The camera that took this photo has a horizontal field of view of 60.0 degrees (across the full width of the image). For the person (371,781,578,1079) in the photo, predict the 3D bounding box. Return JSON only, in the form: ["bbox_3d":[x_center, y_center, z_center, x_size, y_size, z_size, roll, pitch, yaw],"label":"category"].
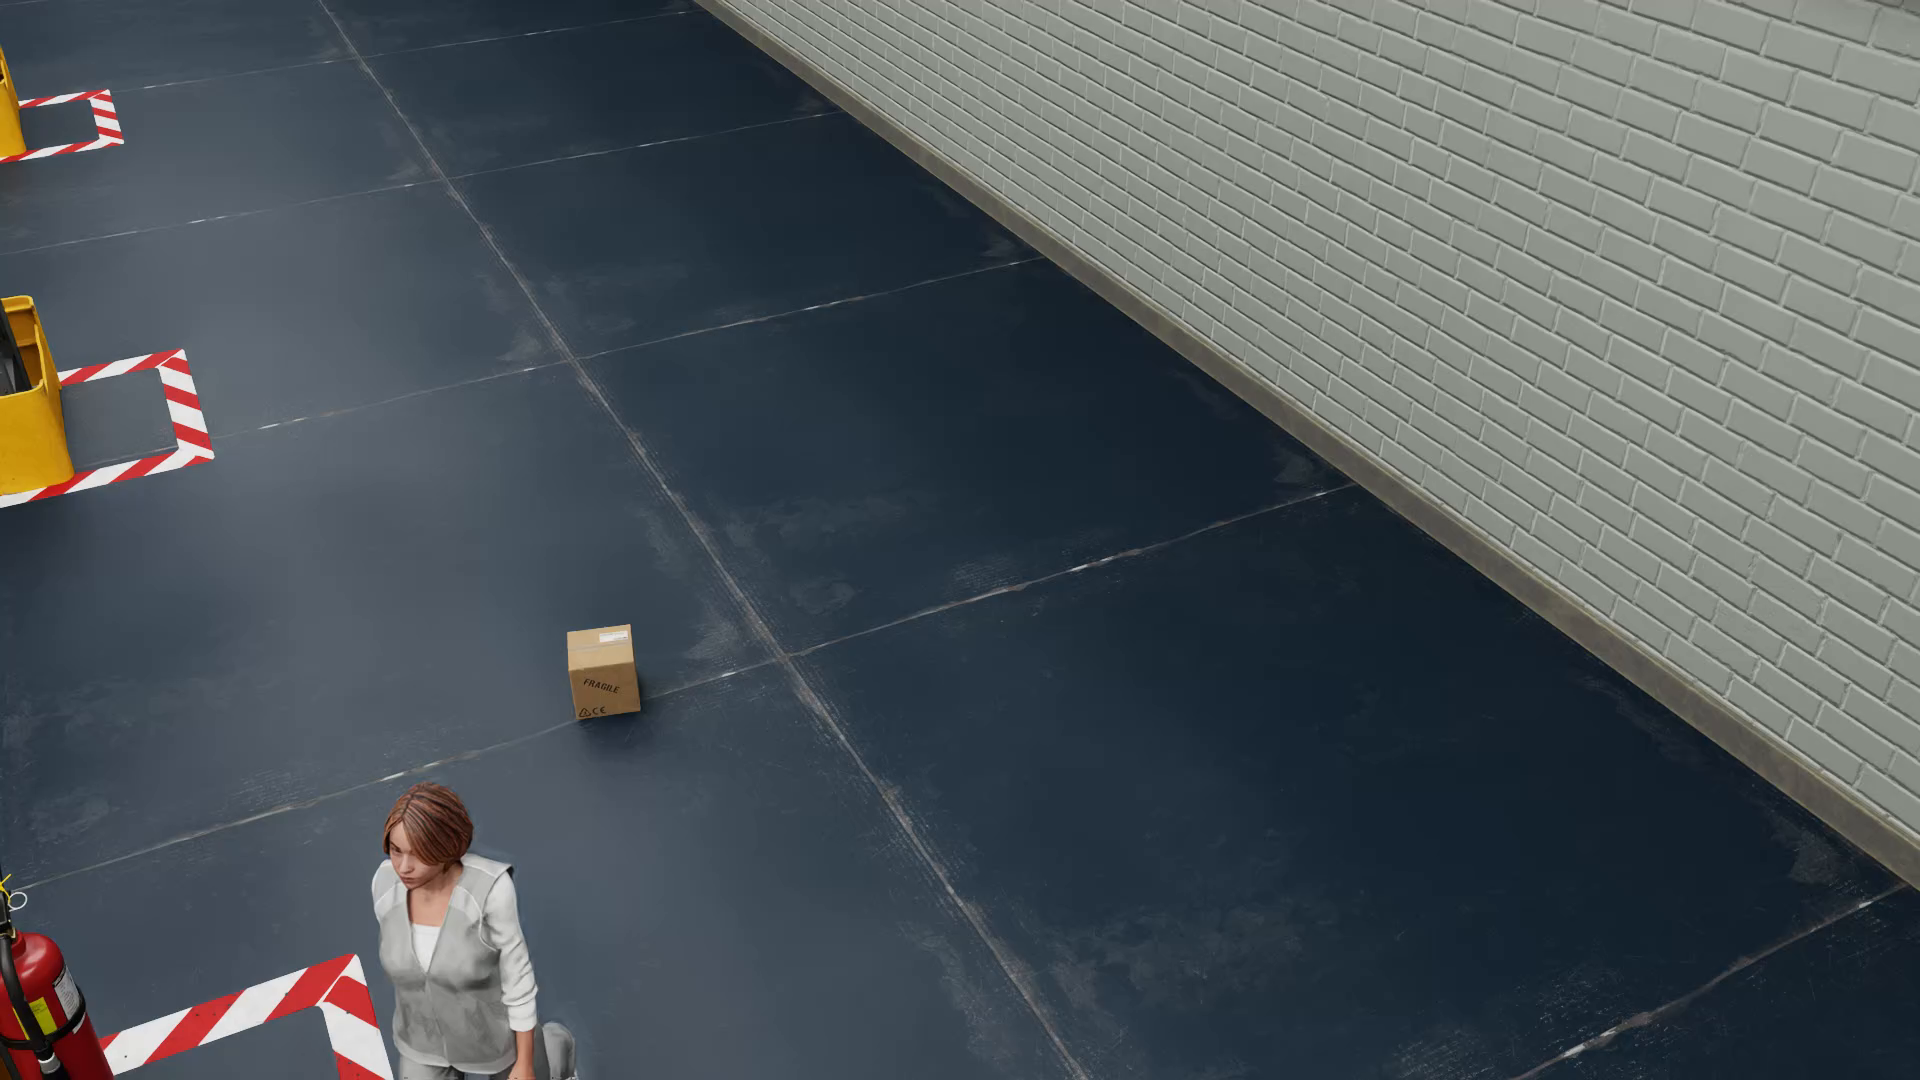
[{"bbox_3d":[-1.242,1.225,4.286,0.397,1.553,0.841,0,33,0],"label":"person"}]
